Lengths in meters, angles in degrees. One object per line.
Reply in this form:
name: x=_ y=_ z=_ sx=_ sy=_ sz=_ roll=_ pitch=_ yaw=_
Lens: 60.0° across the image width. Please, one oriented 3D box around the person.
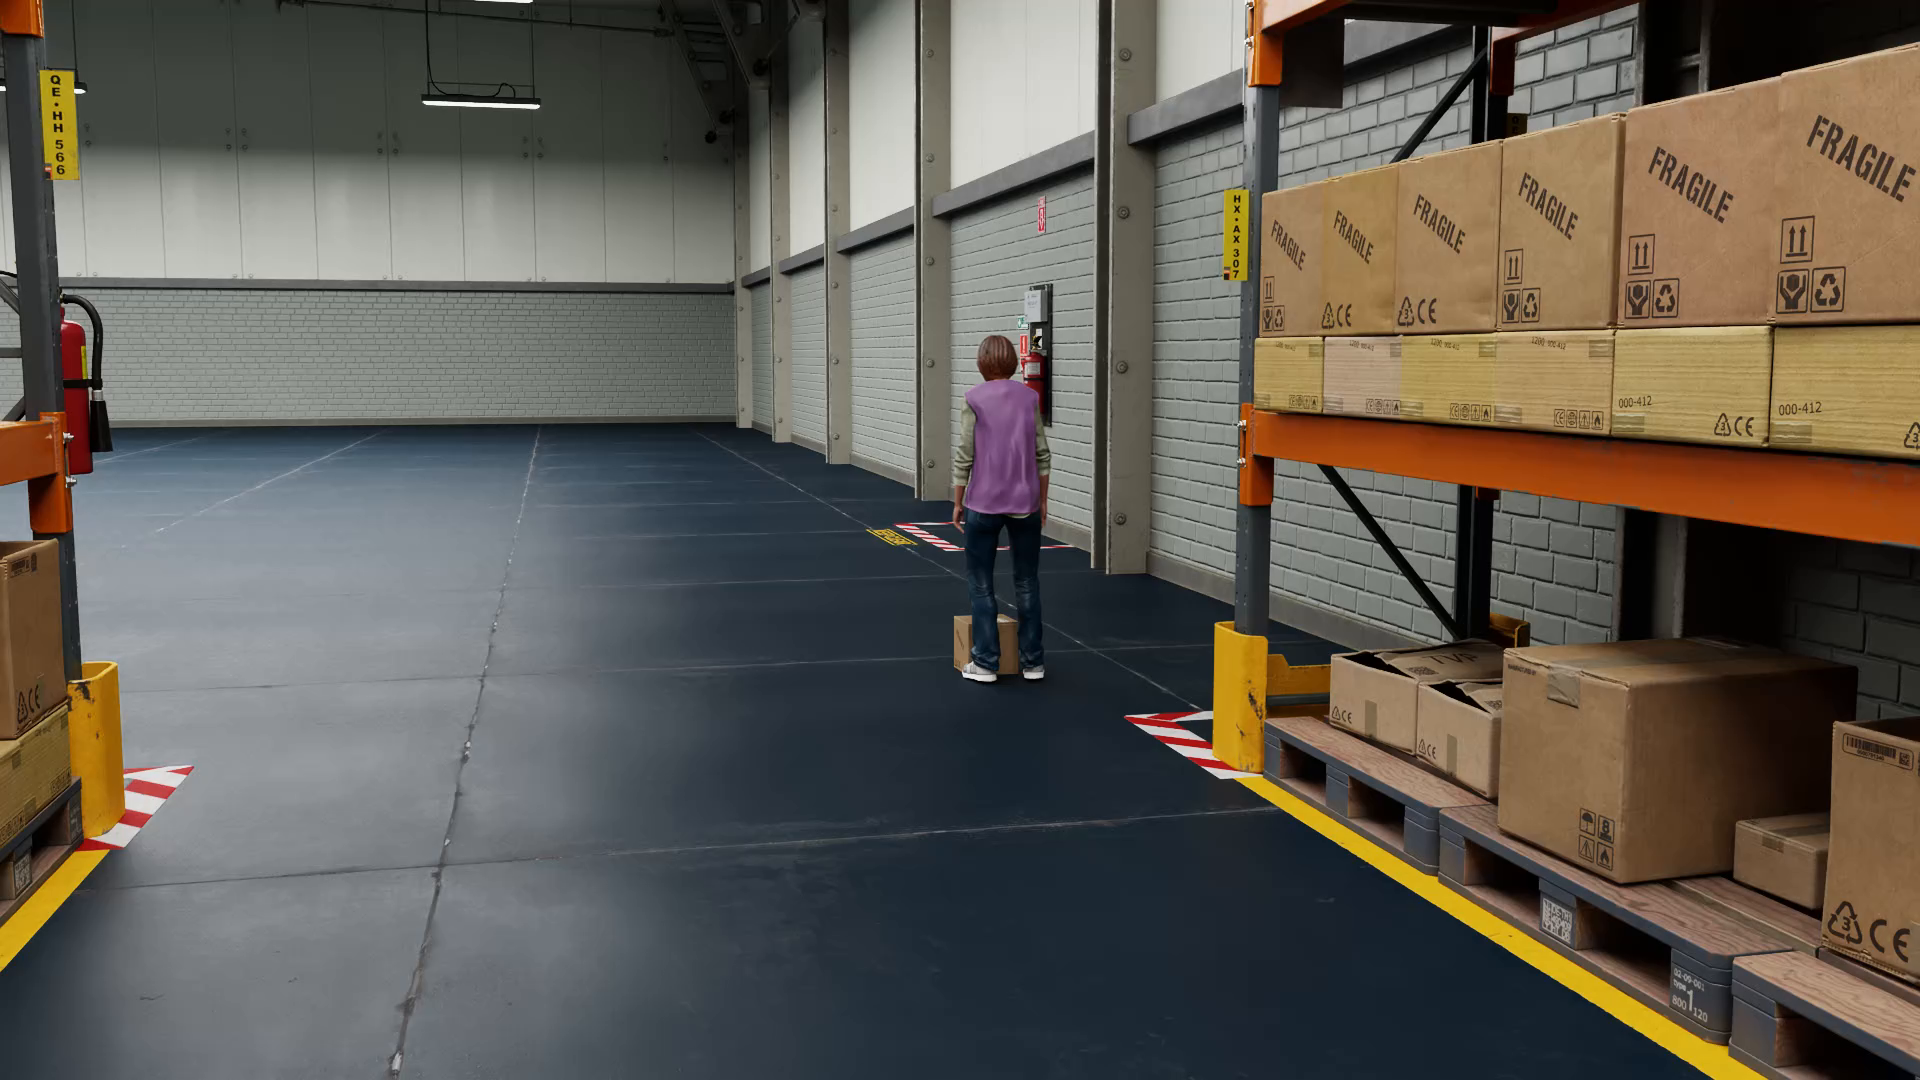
person: x=0.192 y=-0.141 z=7.647 sx=0.460 sy=1.593 sz=0.343 roll=-2 pitch=7 yaw=-13
